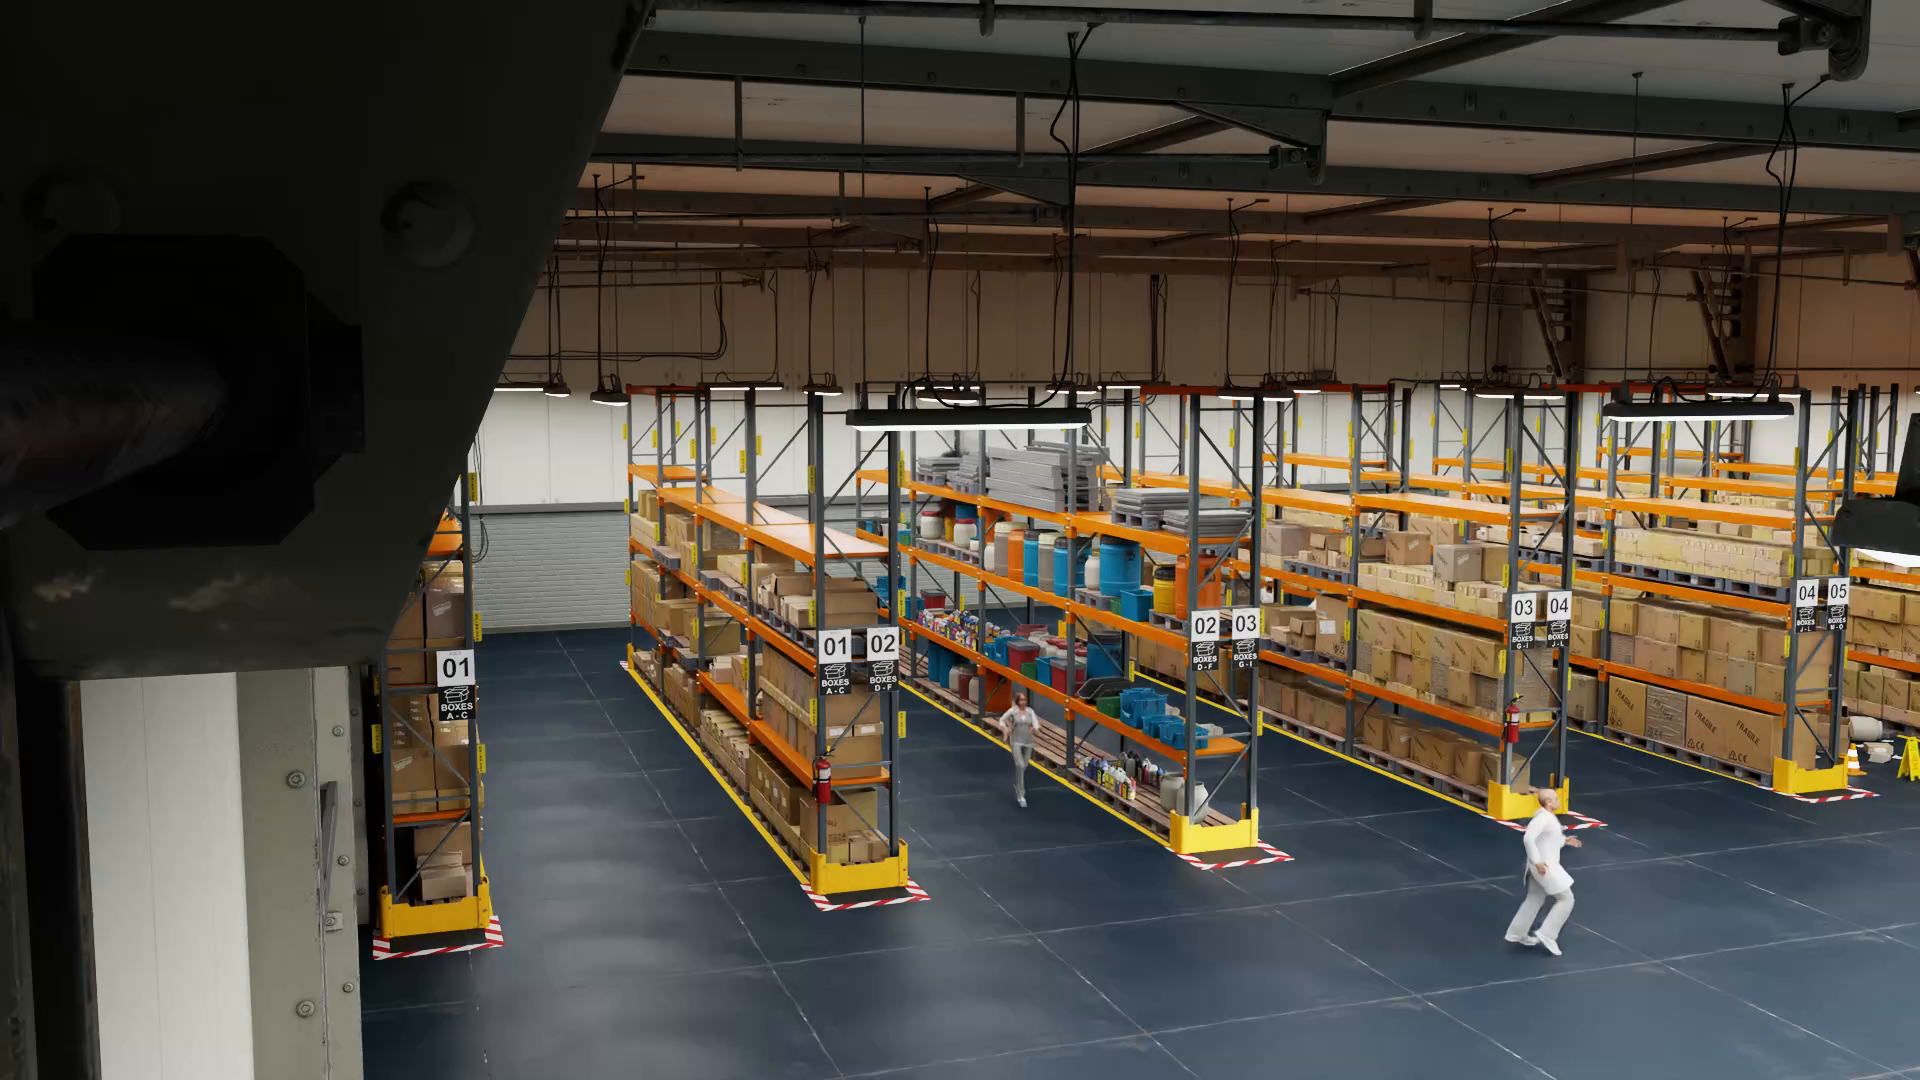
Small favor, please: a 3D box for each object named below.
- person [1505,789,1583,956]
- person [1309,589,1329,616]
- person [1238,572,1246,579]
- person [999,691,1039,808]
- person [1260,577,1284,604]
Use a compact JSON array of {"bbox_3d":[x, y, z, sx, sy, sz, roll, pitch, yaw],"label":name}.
[{"bbox_3d":[6.368,3.600,18.092,0.808,1.822,0.693,1,6,5],"label":"person"},{"bbox_3d":[7.555,1.869,34.745,0.681,1.833,0.845,-2,6,-18],"label":"person"},{"bbox_3d":[6.480,1.571,38.140,0.690,1.686,0.644,-1,6,-12],"label":"person"},{"bbox_3d":[0.882,3.015,24.303,0.516,1.632,0.759,-2,6,-20],"label":"person"},{"bbox_3d":[6.844,1.677,36.703,0.670,1.758,0.669,-1,6,-13],"label":"person"}]
